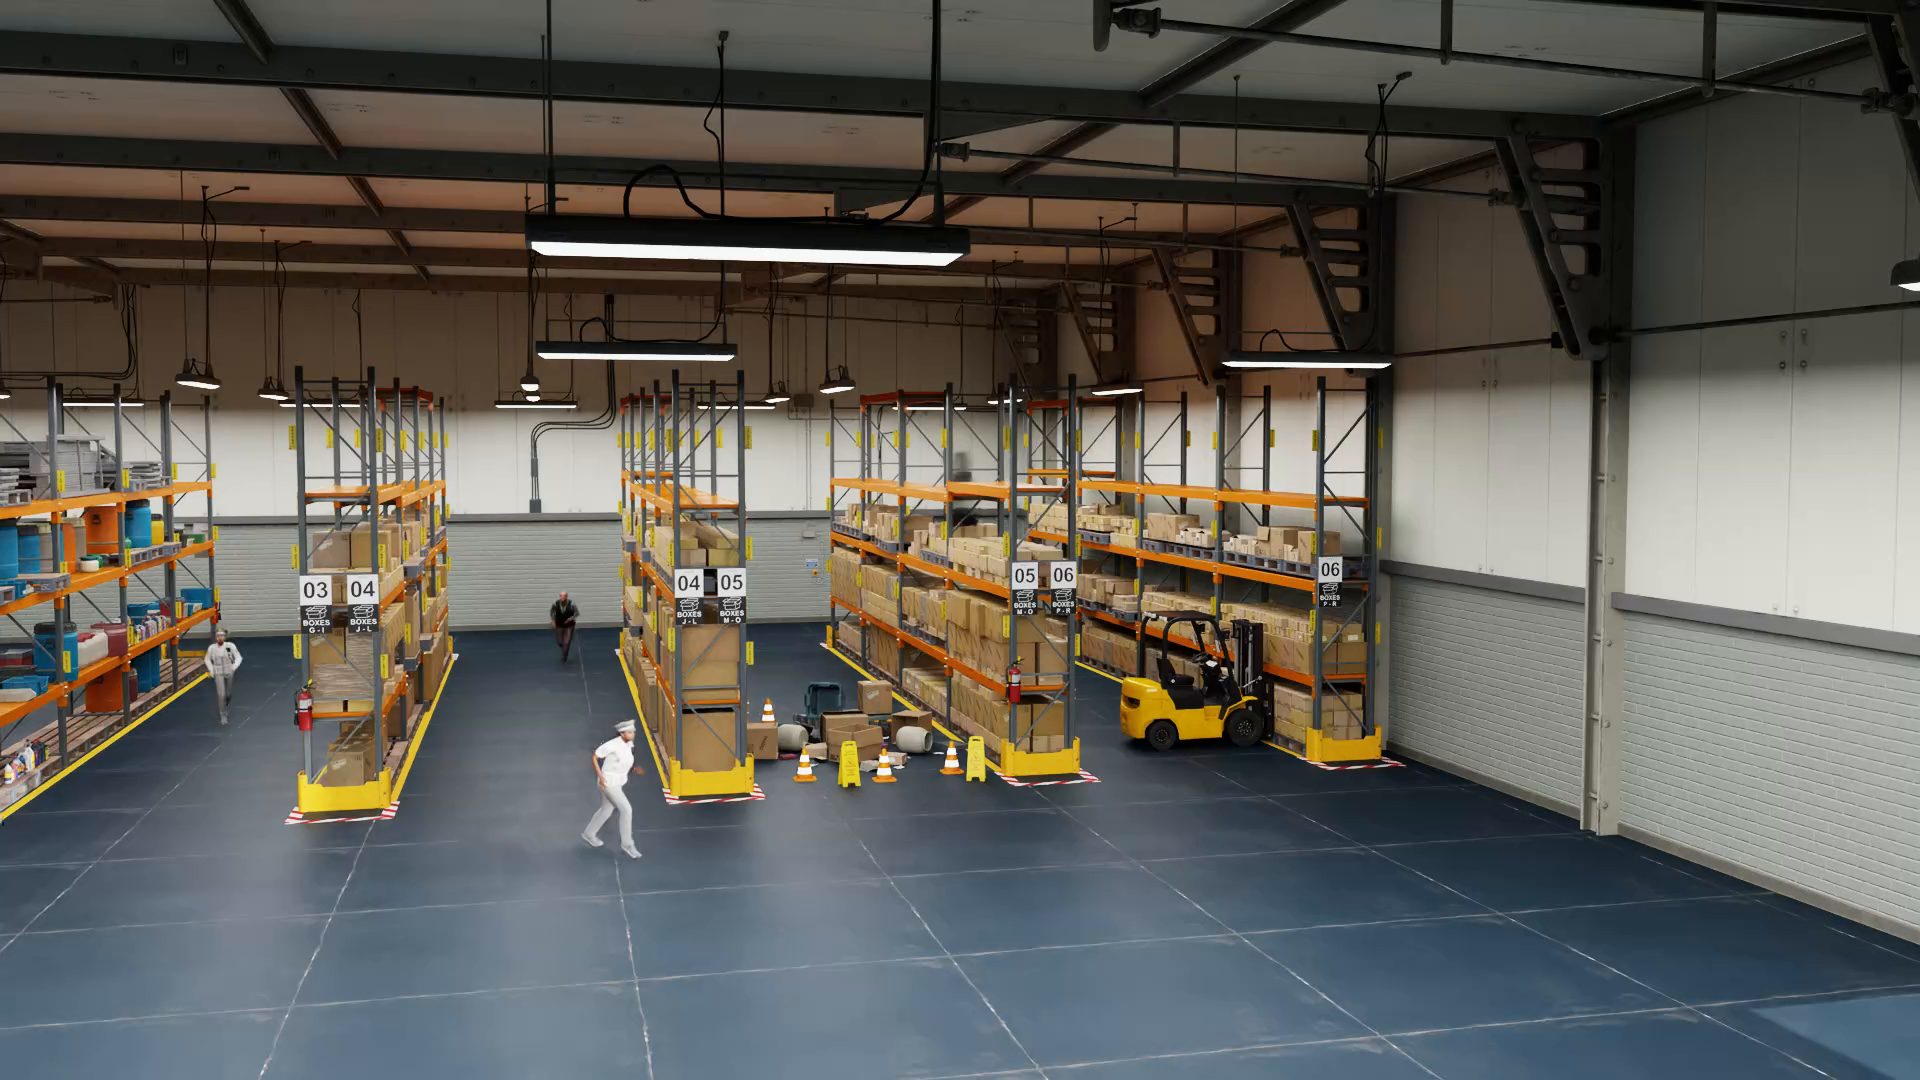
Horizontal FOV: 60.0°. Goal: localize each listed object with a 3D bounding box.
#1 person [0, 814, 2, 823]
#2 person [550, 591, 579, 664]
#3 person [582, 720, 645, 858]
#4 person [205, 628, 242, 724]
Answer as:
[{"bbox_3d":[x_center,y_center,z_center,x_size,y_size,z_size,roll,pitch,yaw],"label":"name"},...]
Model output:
[{"bbox_3d":[-11.513,2.997,19.470,0.737,1.642,0.647,1,4,23],"label":"person"},{"bbox_3d":[-8.903,1.963,37.453,0.651,1.662,0.741,-1,3,-10],"label":"person"},{"bbox_3d":[-4.236,2.991,20.154,0.878,1.678,0.571,1,4,22],"label":"person"},{"bbox_3d":[-13.152,2.403,29.703,0.616,1.708,0.715,-1,4,-24],"label":"person"}]
